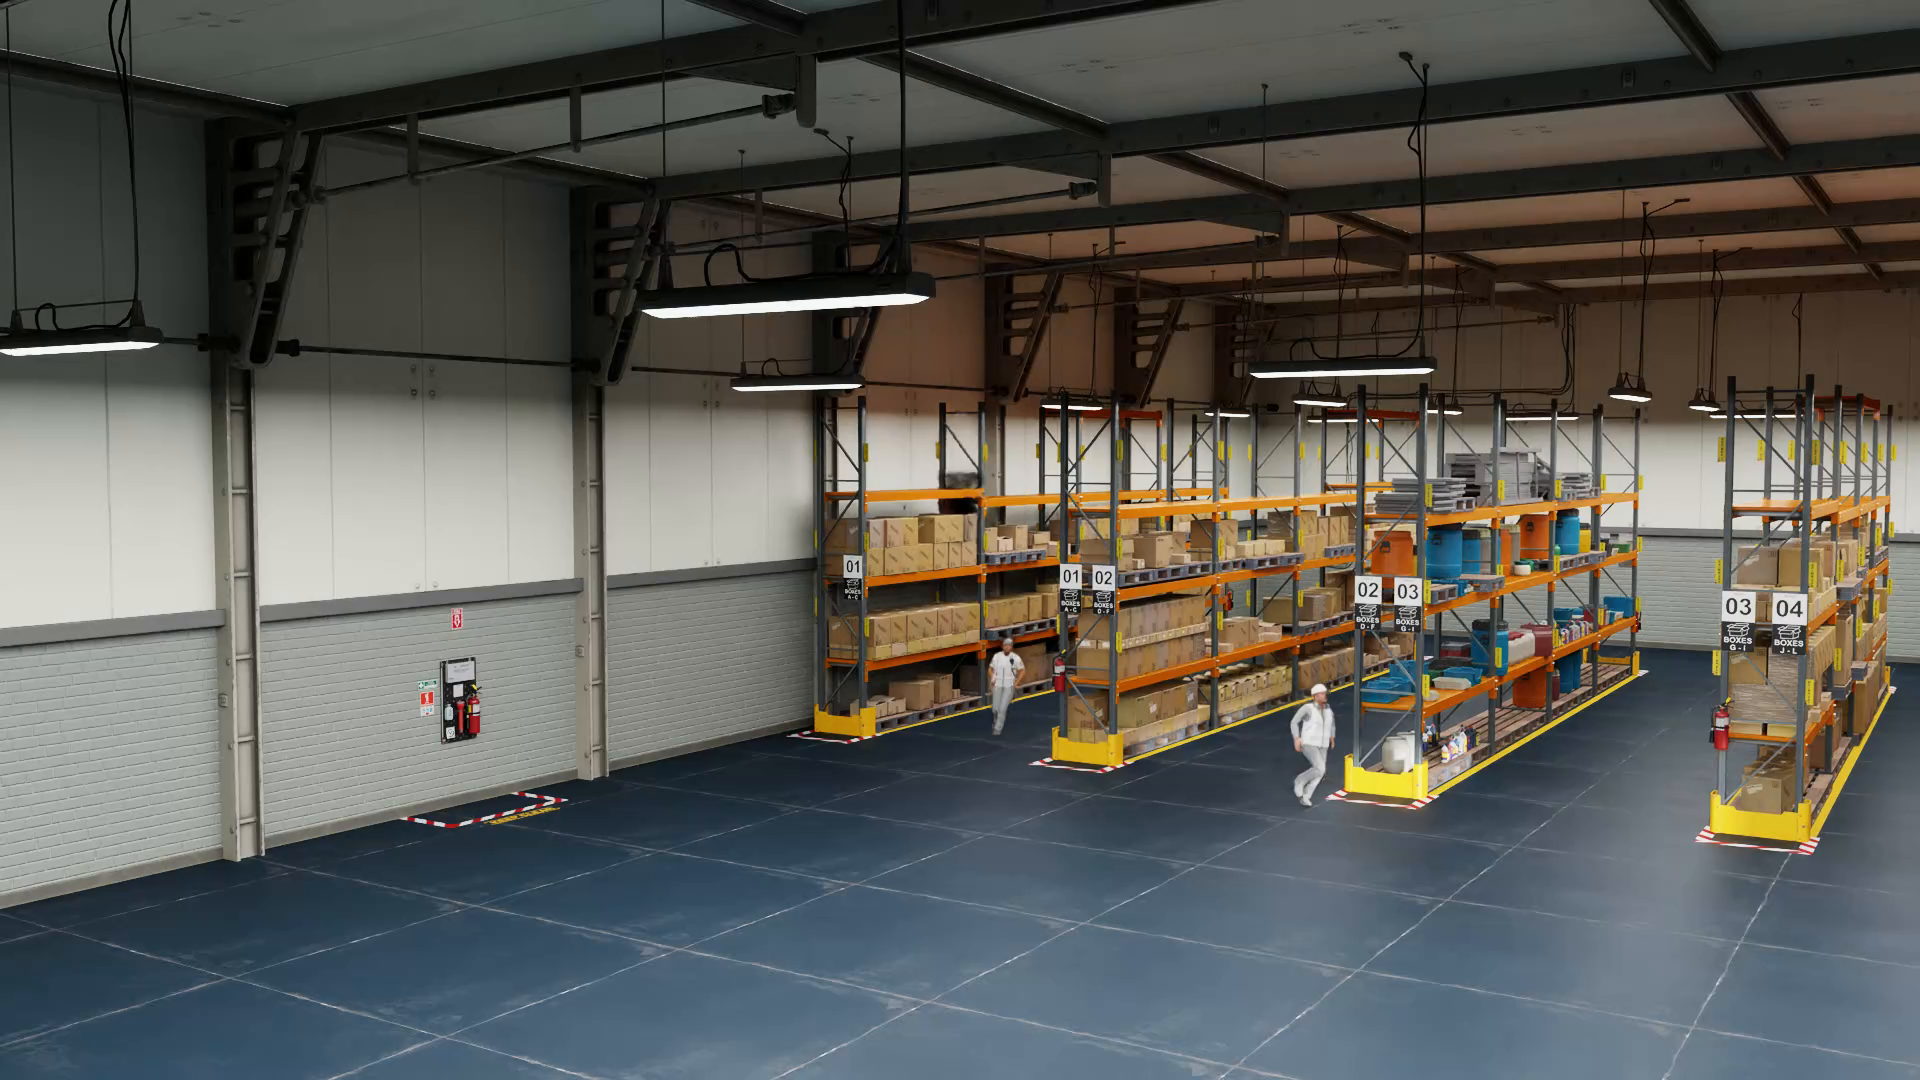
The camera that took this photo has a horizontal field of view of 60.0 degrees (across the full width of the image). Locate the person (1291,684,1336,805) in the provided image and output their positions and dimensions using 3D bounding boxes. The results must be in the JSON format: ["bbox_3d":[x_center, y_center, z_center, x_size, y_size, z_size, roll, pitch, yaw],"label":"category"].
[{"bbox_3d":[5.103,2.914,23.631,0.684,1.694,0.539,-2,3,-27],"label":"person"}]

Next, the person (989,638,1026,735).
[{"bbox_3d":[0.780,2.457,27.887,0.635,1.616,0.569,0,3,8],"label":"person"}]
